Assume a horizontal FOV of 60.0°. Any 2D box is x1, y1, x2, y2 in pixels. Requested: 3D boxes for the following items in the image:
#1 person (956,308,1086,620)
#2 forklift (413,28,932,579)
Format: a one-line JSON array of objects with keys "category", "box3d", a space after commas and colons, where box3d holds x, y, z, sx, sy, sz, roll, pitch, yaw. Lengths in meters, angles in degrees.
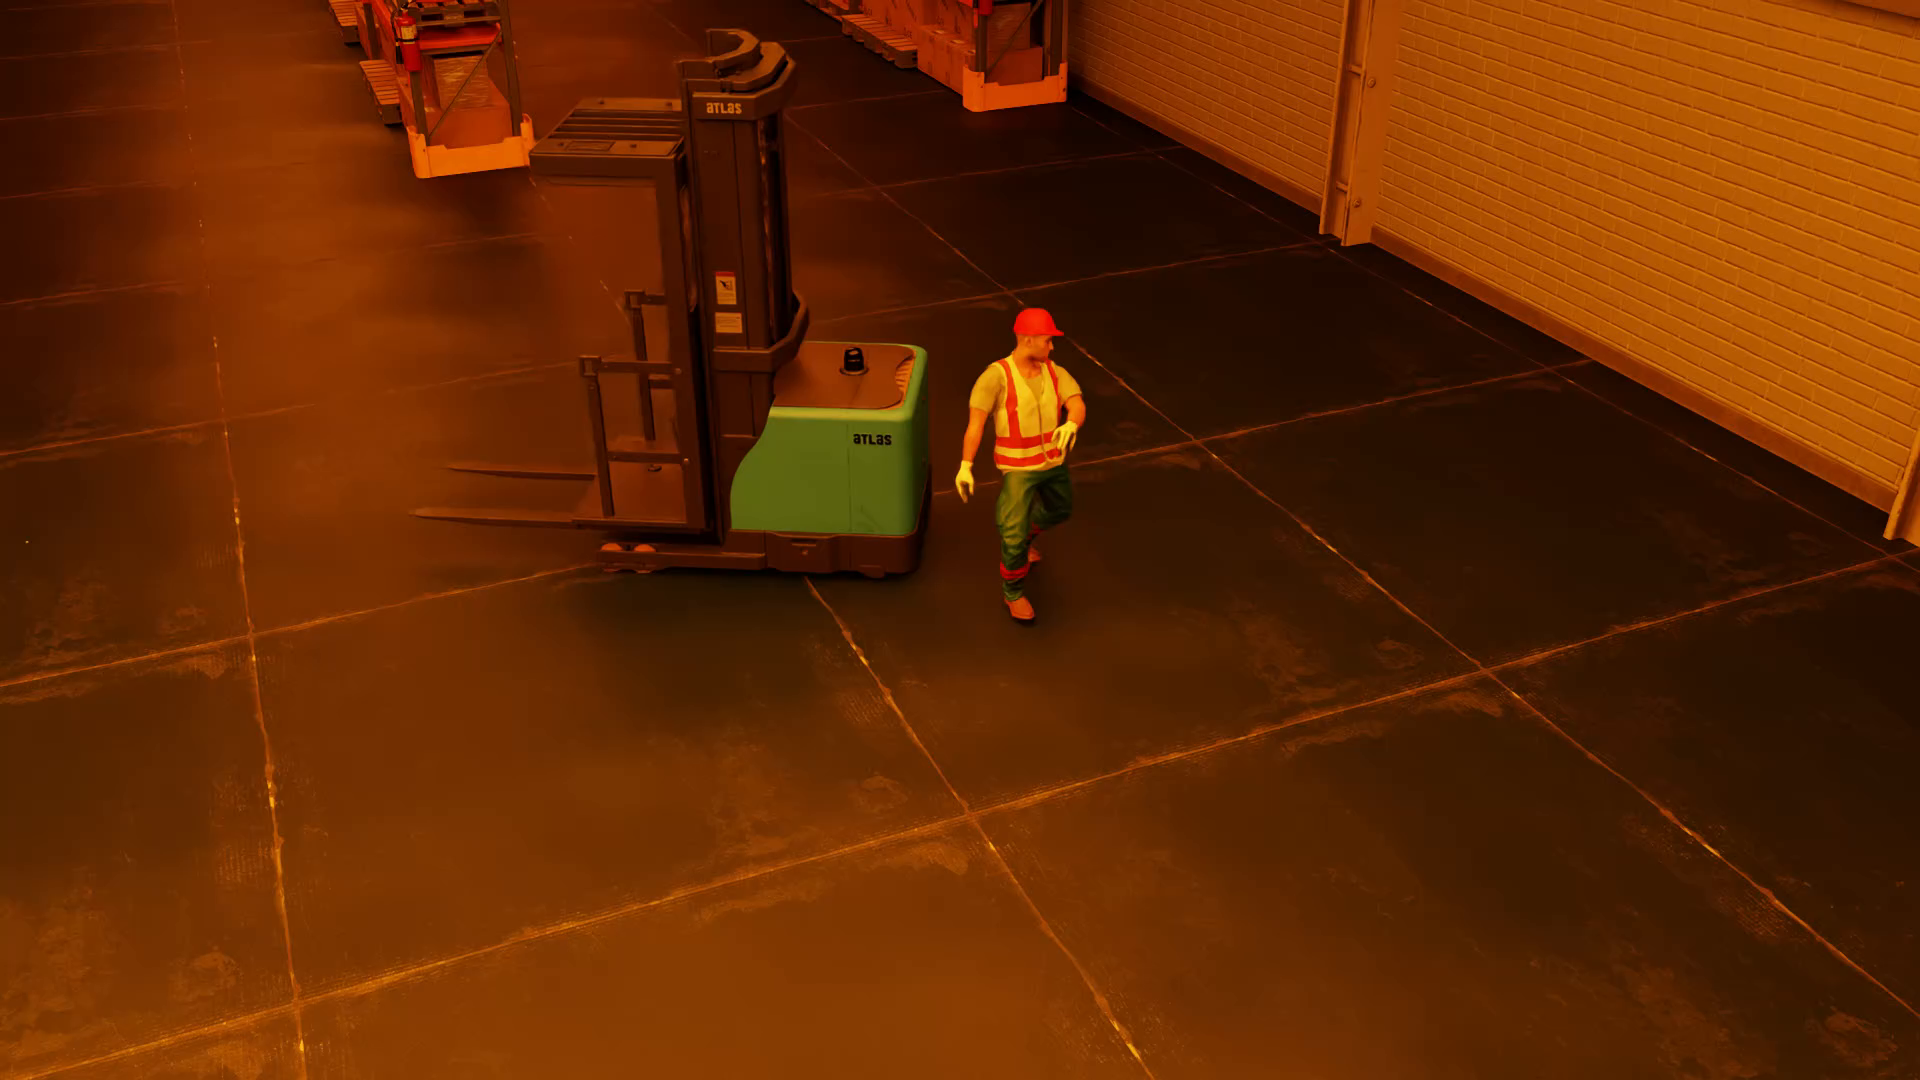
[{"category": "person", "box3d": [0.331, -0.404, 9.112, 0.806, 1.638, 0.851, -22, 36, -33]}, {"category": "forklift", "box3d": [-1.722, -1.334, 9.453, 3.031, 2.935, 1.130, 2, 30, 4]}]
